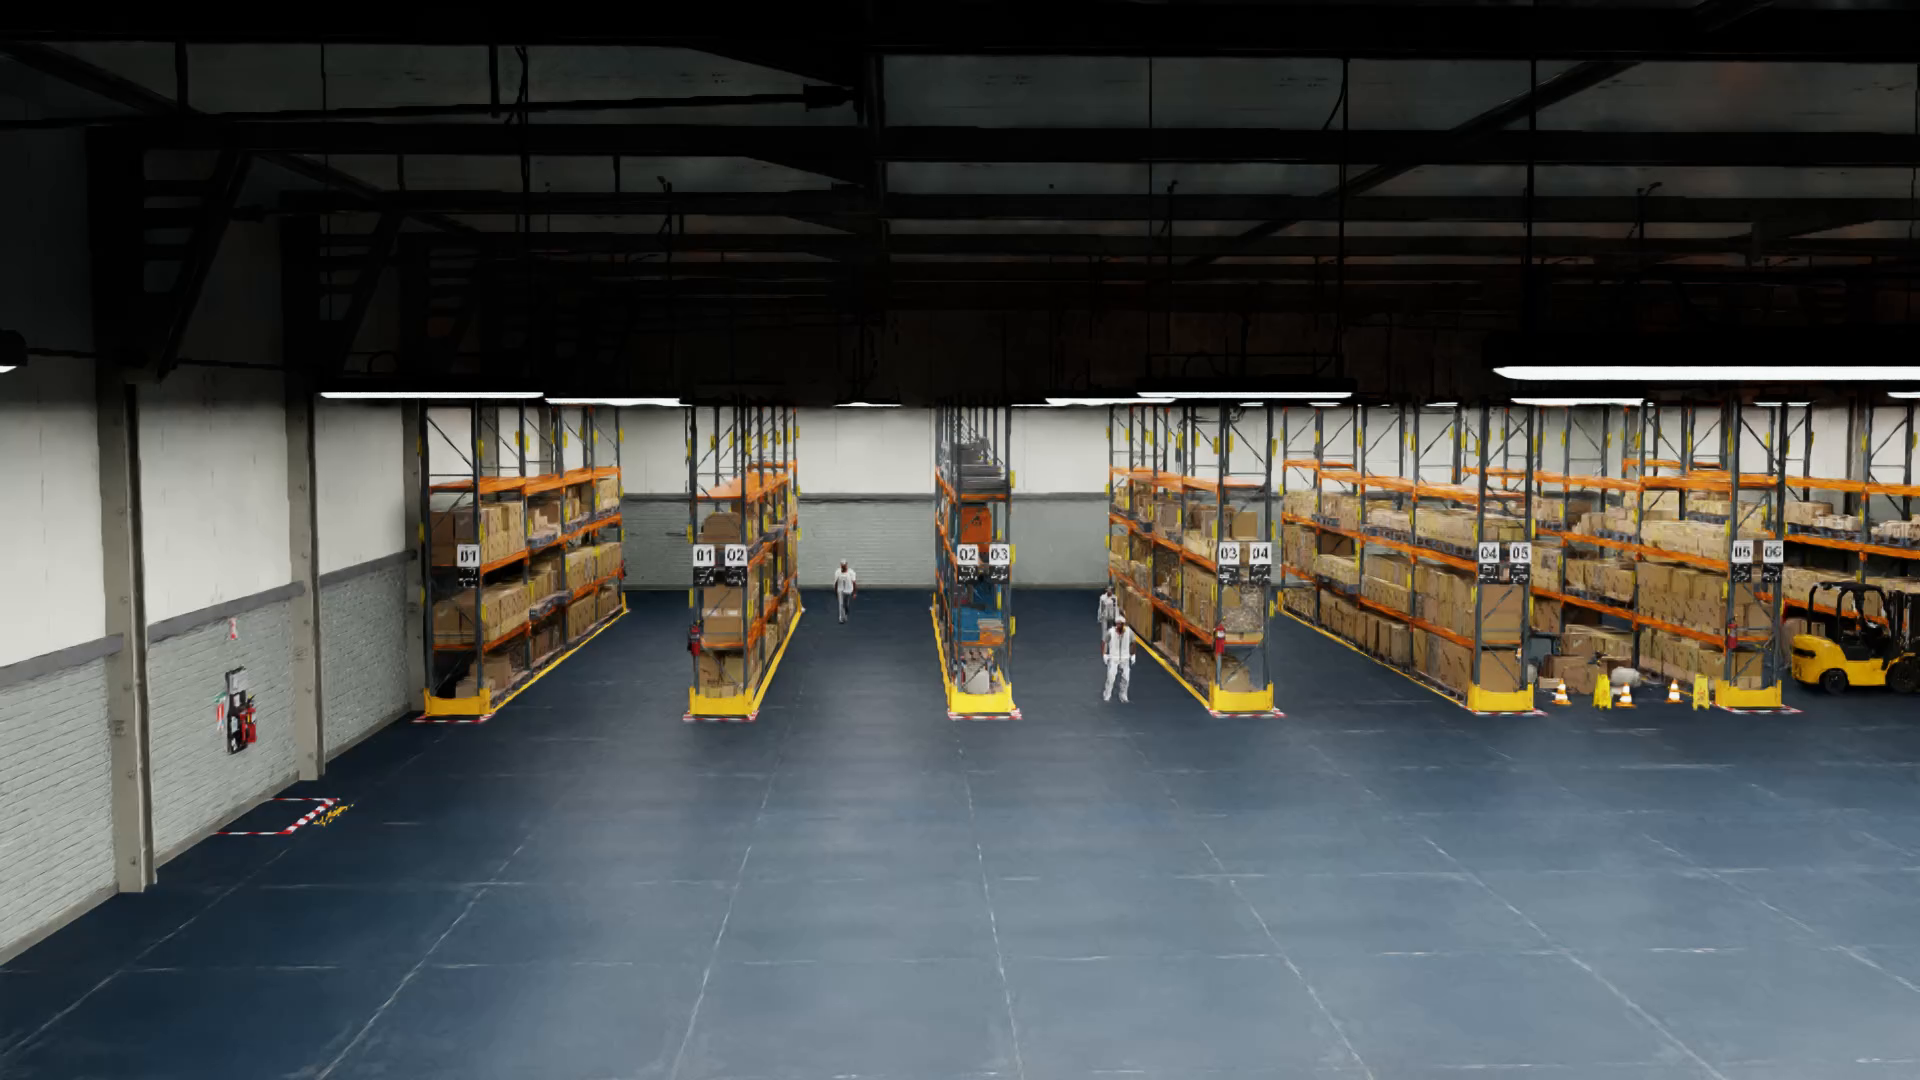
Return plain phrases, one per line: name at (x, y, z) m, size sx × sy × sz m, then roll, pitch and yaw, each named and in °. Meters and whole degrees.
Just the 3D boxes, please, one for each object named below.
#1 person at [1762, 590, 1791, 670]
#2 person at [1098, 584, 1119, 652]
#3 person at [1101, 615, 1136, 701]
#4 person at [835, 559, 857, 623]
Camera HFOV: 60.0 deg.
person at (18.049, 1.966, 36.668) m, size 0.584 × 1.717 × 0.653 m, roll 2°, pitch 5°, yaw 25°
person at (3.529, 1.816, 39.335) m, size 0.486 × 1.587 × 1.089 m, roll 0°, pitch 5°, yaw -4°
person at (3.098, 2.309, 32.473) m, size 0.702 × 1.735 × 0.549 m, roll 0°, pitch 5°, yaw -3°
person at (-3.076, 1.352, 44.700) m, size 0.591 × 1.716 × 1.042 m, roll 0°, pitch 5°, yaw -3°
